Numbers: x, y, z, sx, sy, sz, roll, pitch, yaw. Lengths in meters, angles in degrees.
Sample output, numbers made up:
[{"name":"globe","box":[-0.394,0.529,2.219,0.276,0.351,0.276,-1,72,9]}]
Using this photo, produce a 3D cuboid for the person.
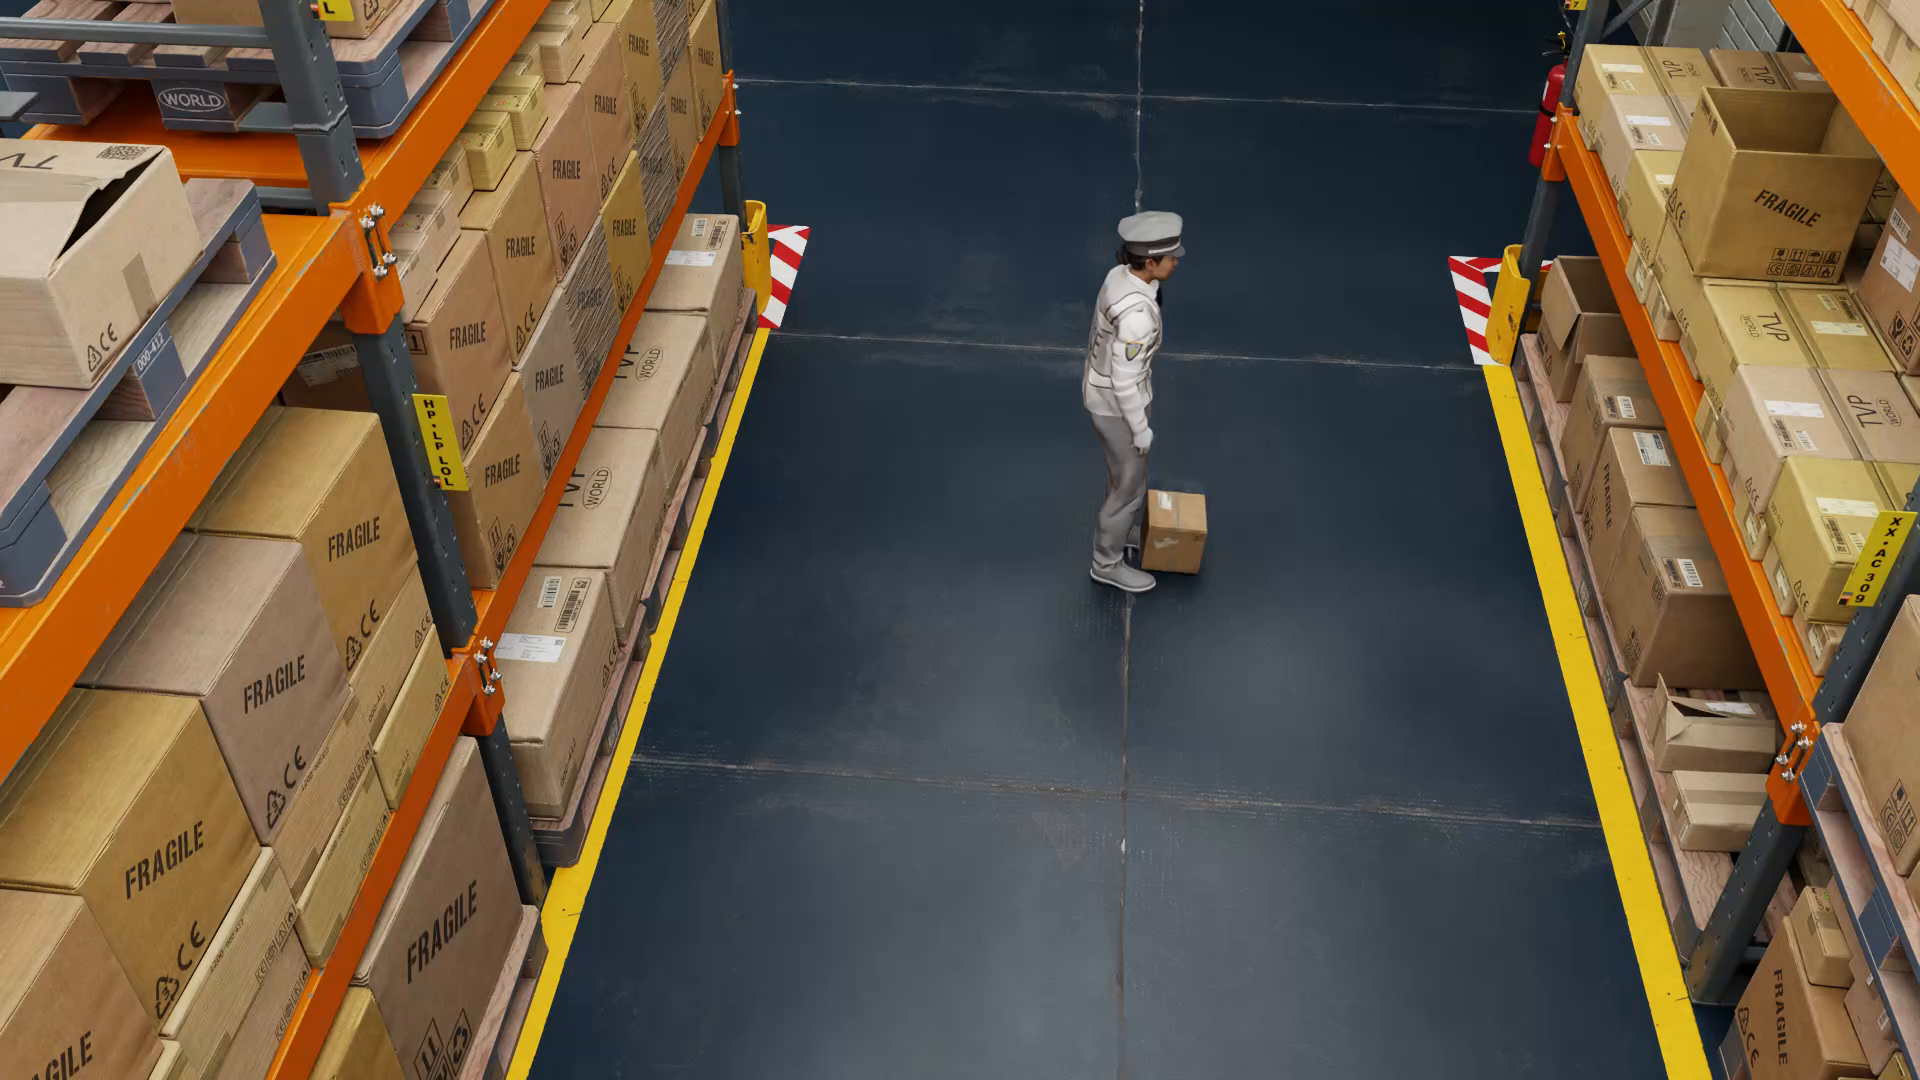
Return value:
[{"name":"person","box":[0.707,-0.569,6.824,0.412,1.664,0.514,2,40,2]}]
